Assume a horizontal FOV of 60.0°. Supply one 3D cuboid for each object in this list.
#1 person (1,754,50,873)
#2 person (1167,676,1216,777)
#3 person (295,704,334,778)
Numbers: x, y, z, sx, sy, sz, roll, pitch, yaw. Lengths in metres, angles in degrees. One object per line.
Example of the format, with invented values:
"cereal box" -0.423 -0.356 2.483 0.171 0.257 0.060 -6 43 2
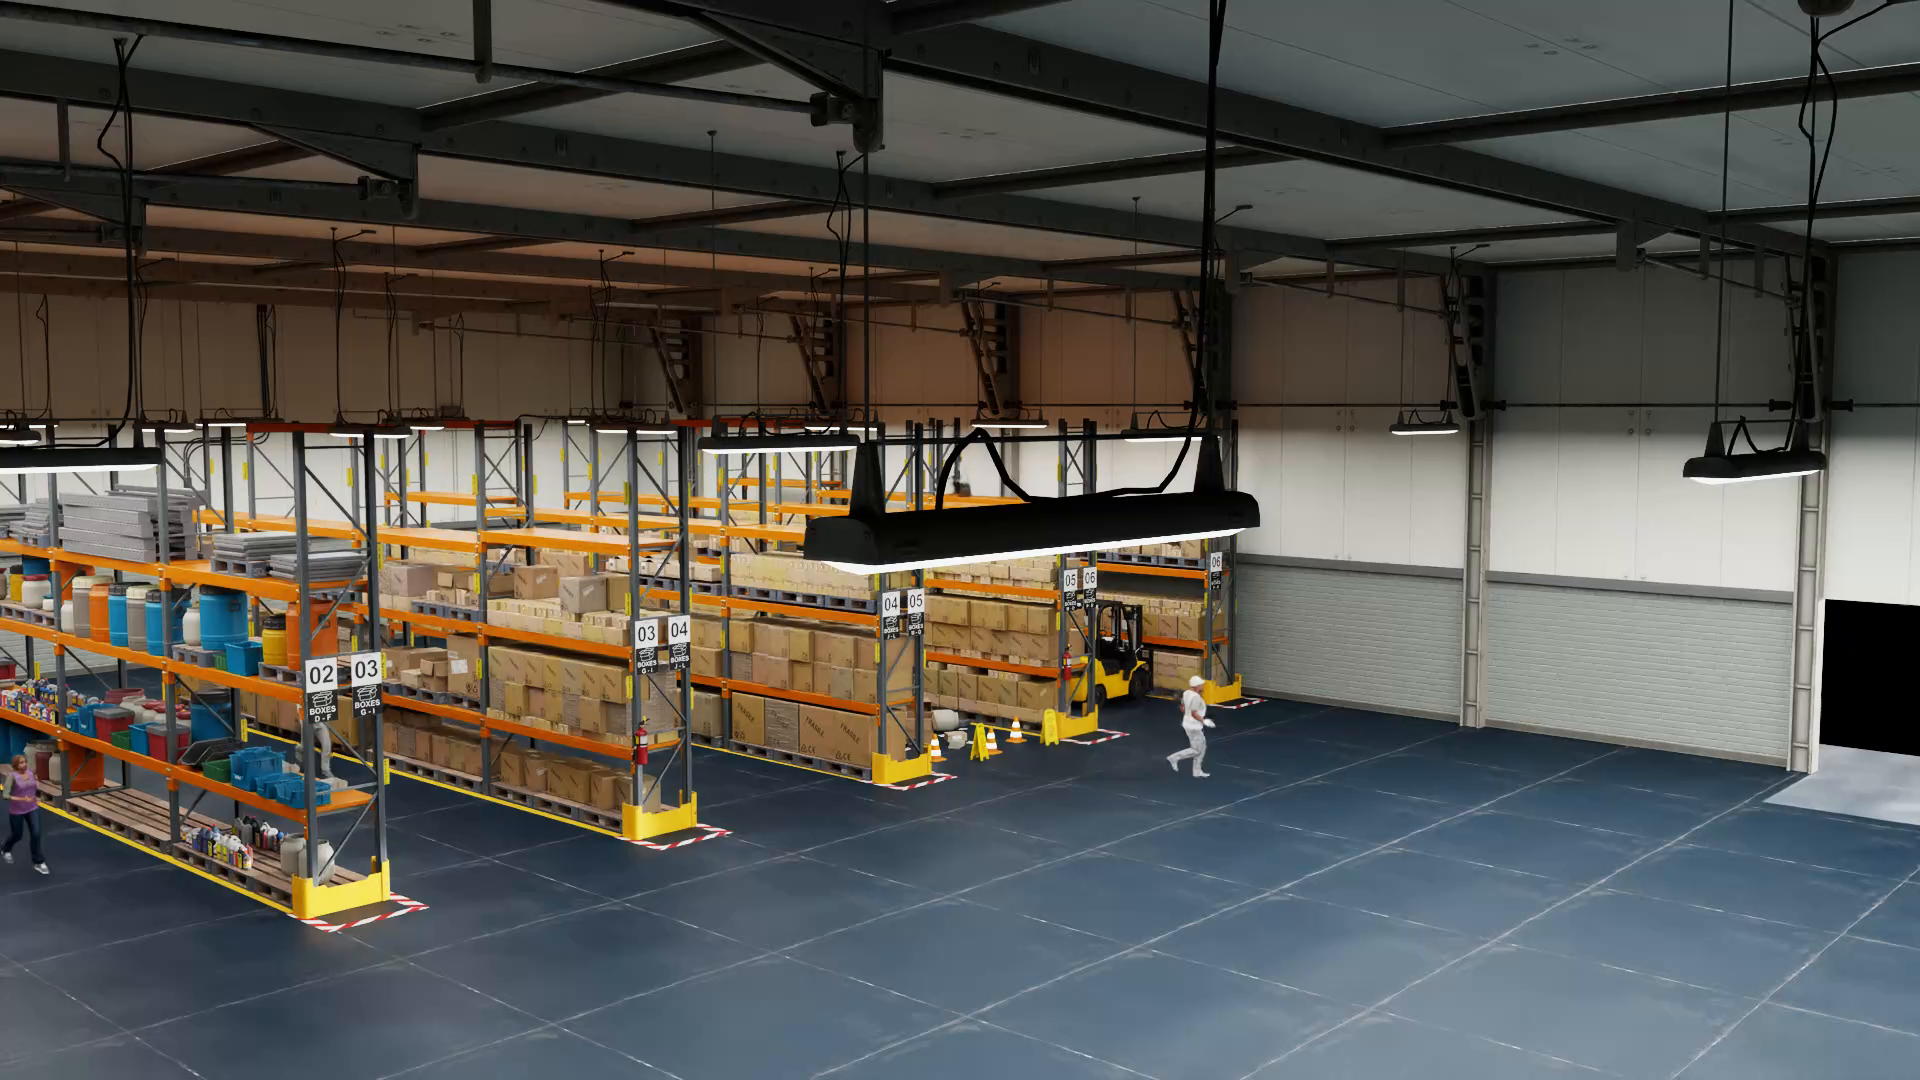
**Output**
"person" -12.670 3.677 22.462 0.905 1.595 0.539 3 5 30
"person" 3.875 3.165 28.144 0.785 1.742 0.673 0 5 -5
"person" -11.067 3.212 28.465 1.029 1.667 0.582 5 7 44
